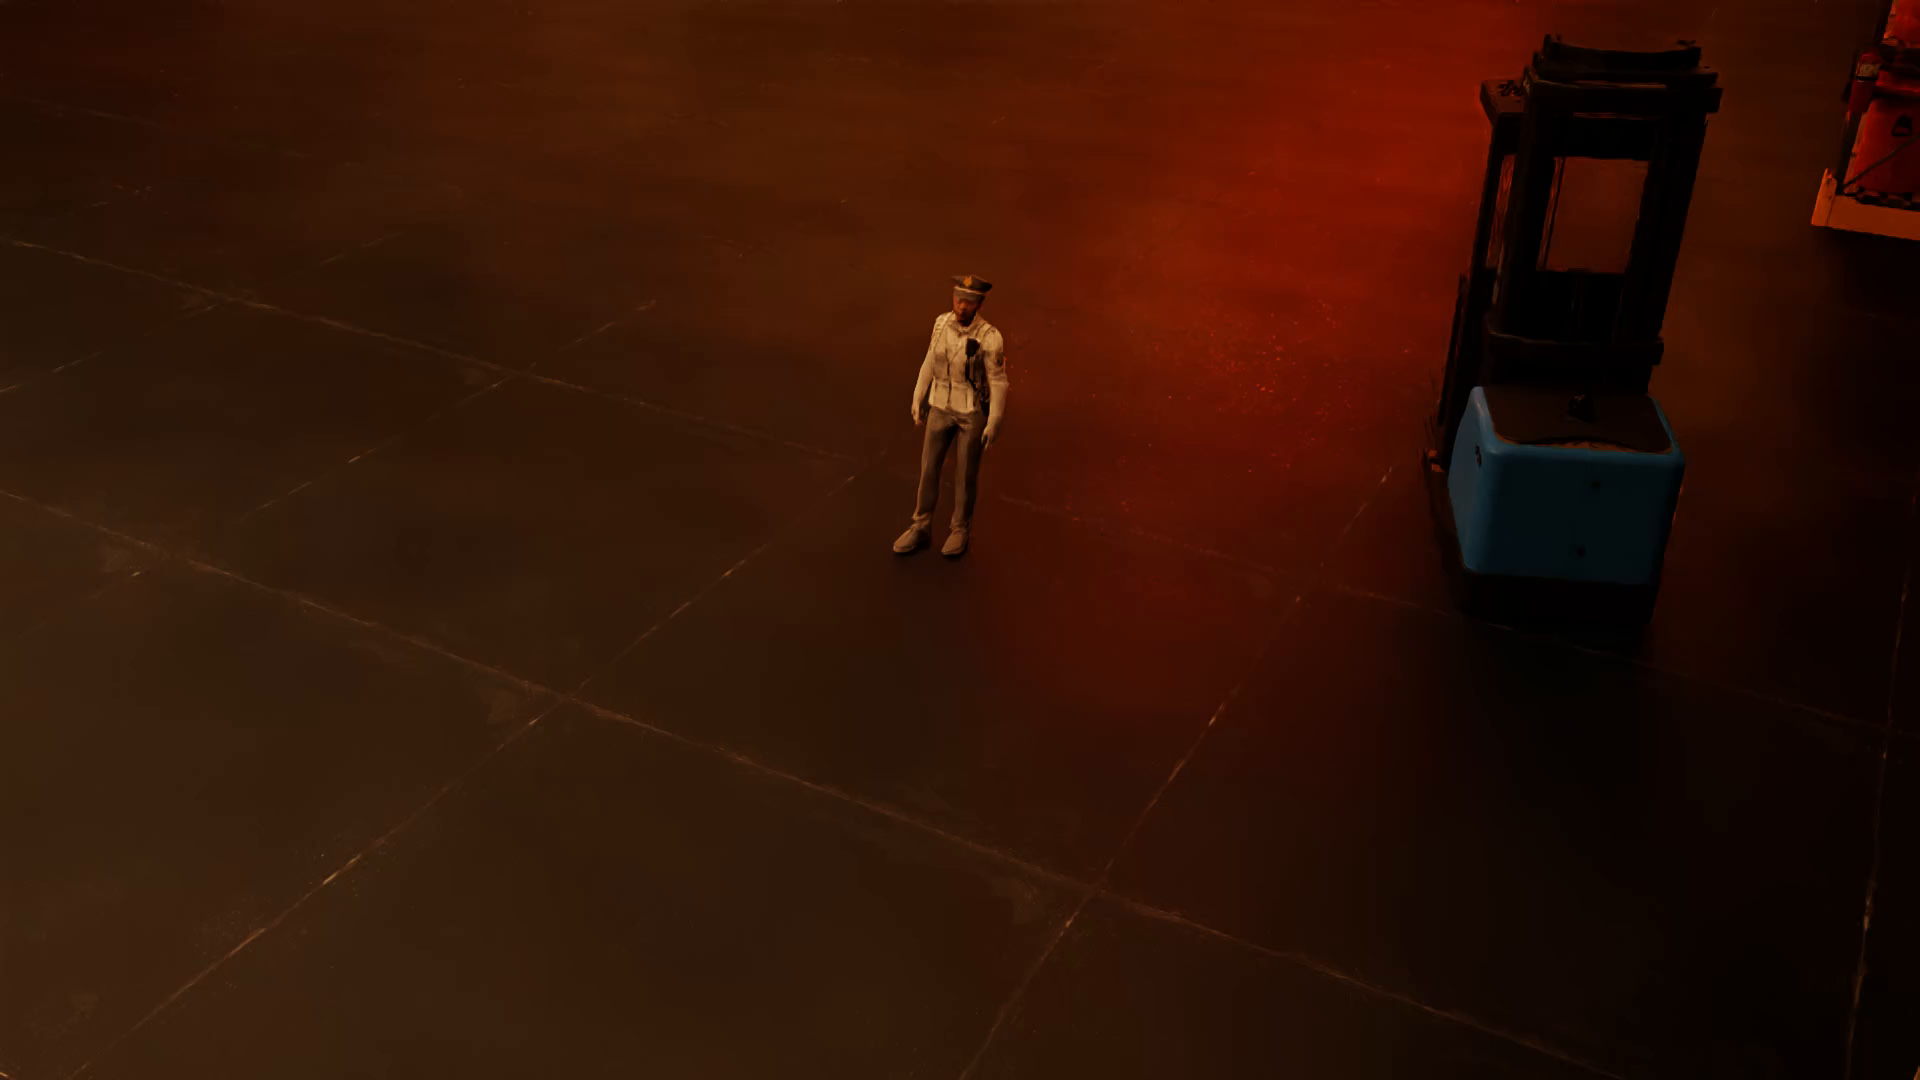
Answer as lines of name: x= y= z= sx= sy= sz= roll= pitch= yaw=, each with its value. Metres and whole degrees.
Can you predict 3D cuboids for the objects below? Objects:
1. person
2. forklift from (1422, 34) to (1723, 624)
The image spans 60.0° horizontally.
person: x=-0.039 y=-0.712 z=9.527 sx=0.586 sy=1.695 sz=0.532 roll=15 pitch=33 yaw=25
forklift: x=3.500 y=-1.528 z=9.719 sx=1.130 sy=2.935 sz=3.031 roll=4 pitch=30 yaw=8
